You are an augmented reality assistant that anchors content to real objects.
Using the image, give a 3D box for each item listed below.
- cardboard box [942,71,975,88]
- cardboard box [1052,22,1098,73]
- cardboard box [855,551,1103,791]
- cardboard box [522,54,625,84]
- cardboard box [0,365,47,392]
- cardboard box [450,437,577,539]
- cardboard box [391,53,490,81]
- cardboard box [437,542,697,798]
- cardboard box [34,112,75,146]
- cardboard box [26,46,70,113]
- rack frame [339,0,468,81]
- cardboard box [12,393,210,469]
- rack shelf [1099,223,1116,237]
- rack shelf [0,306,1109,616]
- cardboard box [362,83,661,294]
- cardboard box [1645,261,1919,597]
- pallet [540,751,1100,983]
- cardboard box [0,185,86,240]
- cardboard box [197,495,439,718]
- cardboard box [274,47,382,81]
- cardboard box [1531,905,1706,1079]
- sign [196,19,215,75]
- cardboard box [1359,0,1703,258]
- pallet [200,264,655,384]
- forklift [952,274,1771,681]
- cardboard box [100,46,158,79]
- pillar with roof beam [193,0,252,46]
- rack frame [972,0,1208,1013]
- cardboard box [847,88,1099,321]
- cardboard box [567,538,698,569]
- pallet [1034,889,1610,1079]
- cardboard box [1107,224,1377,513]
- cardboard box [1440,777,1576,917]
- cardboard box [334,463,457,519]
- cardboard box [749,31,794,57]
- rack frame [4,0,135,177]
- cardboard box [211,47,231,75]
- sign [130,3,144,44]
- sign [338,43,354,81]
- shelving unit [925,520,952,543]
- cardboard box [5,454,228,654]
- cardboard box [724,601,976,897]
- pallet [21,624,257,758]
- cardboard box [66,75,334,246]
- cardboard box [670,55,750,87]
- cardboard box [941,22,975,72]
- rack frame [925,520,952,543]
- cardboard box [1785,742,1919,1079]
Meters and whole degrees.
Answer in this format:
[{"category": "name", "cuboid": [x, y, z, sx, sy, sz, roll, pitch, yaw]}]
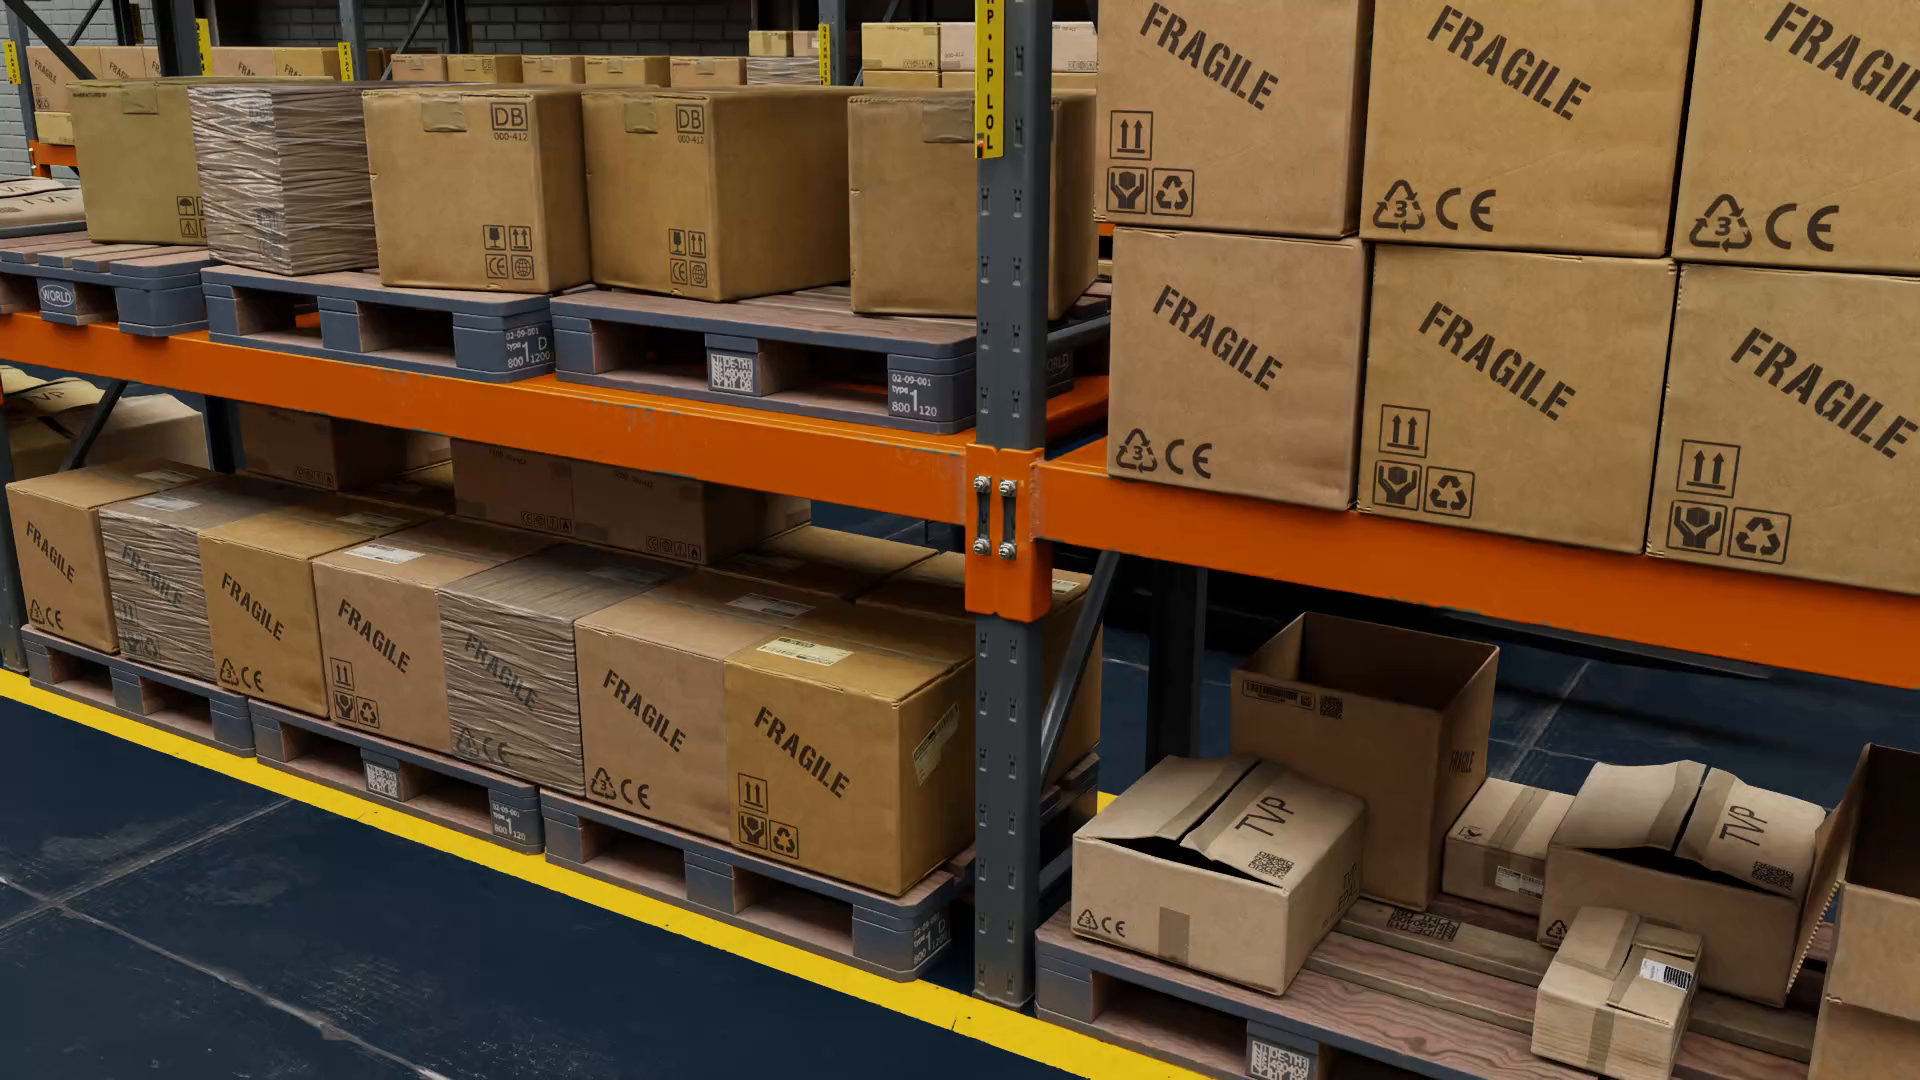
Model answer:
[{"category": "cardboard box", "cuboid": [0.246, -2.301, 9.076, 0.500, 0.500, 0.500, 11, 20, 32]}, {"category": "cardboard box", "cuboid": [0.663, -2.589, 8.735, 0.500, 0.250, 0.500, 10, 20, 30]}, {"category": "cardboard box", "cuboid": [0.059, 0.367, 4.554, 0.500, 0.500, 0.500, 9, 19, 28]}, {"category": "cardboard box", "cuboid": [-2.418, -2.922, 10.910, 0.500, 0.500, 0.700, 13, 21, 38]}, {"category": "cardboard box", "cuboid": [-4.242, -0.555, 7.089, 0.500, 0.311, 0.500, 10, 19, 29]}, {"category": "cardboard box", "cuboid": [-1.220, -0.220, 5.197, 0.500, 0.250, 0.500, 10, 19, 29]}, {"category": "cardboard box", "cuboid": [-3.468, -3.101, 11.500, 0.500, 0.500, 0.700, 10, 20, 30]}, {"category": "cardboard box", "cuboid": [-1.070, 0.344, 4.633, 0.500, 0.500, 0.500, 10, 20, 31]}, {"category": "cardboard box", "cuboid": [-7.043, -3.322, 13.380, 0.500, 0.250, 0.500, 9, 19, 28]}, {"category": "cardboard box", "cuboid": [-7.043, -3.686, 13.290, 0.500, 0.500, 0.500, 10, 20, 30]}, {"category": "rack frame", "cuboid": [-3.884, -2.928, 11.861, 0.127, 3.000, 1.000, 10, 20, 30]}, {"category": "cardboard box", "cuboid": [-3.357, -0.399, 6.576, 0.500, 0.311, 0.500, 11, 20, 32]}, {"category": "rack shelf", "cuboid": [1.229, -1.672, 8.961, 4.000, 0.370, 1.077, 10, 20, 30]}, {"category": "rack shelf", "cuboid": [-1.360, -0.444, 4.920, 4.000, 0.370, 1.077, 10, 20, 30]}, {"category": "cardboard box", "cuboid": [-1.194, -0.986, 4.573, 0.500, 0.500, 0.700, 5, 18, 16]}, {"category": "cardboard box", "cuboid": [1.499, -0.233, 2.816, 0.500, 0.500, 0.500, 10, 20, 30]}, {"category": "pallet", "cuboid": [-0.369, 0.736, 4.596, 1.213, 0.211, 1.003, 10, 20, 30]}, {"category": "cardboard box", "cuboid": [-3.352, -1.116, 6.048, 0.500, 0.311, 0.500, 12, 20, 33]}, {"category": "cardboard box", "cuboid": [-1.952, 0.189, 5.143, 0.500, 0.500, 0.500, 10, 19, 29]}, {"category": "cardboard box", "cuboid": [-4.448, -3.220, 11.755, 0.500, 0.500, 0.500, 10, 20, 30]}, {"category": "cardboard box", "cuboid": [1.331, 0.908, 3.350, 0.250, 0.166, 0.380, 10, 20, 30]}, {"category": "sign", "cuboid": [-2.789, -1.745, 6.108, 0.005, 0.325, 0.100, 10, 20, 30]}, {"category": "cardboard box", "cuboid": [1.038, -0.791, 2.931, 0.500, 0.500, 0.500, 9, 19, 28]}, {"category": "pallet", "cuboid": [-1.405, -0.706, 4.875, 1.213, 0.211, 1.003, 10, 20, 30]}, {"category": "forklift", "cuboid": [1.469, -1.086, 5.915, 3.031, 2.935, 1.130, 11, 20, 33]}, {"category": "cardboard box", "cuboid": [-6.190, -3.529, 12.770, 0.500, 0.500, 0.500, 9, 19, 28]}, {"category": "pillar with roof beam", "cuboid": [-8.496, -5.449, 9.837, 0.400, 9.000, 9.100, 10, 20, 30]}, {"category": "rack frame", "cuboid": [0.344, -0.484, 3.814, 0.127, 3.000, 1.000, 10, 20, 30]}, {"category": "cardboard box", "cuboid": [0.057, -0.860, 4.158, 0.500, 0.500, 0.700, 4, 17, 12]}, {"category": "cardboard box", "cuboid": [-0.823, 0.211, 5.069, 0.500, 0.500, 0.500, 10, 20, 31]}, {"category": "pallet", "cuboid": [0.929, 0.955, 3.875, 1.213, 0.211, 1.003, 10, 20, 30]}, {"category": "cardboard box", "cuboid": [0.636, -0.387, 3.322, 0.500, 0.500, 0.500, 11, 20, 31]}, {"category": "cardboard box", "cuboid": [1.329, 0.728, 3.972, 0.250, 0.149, 0.380, 10, 20, 30]}, {"category": "cardboard box", "cuboid": [-1.704, 0.056, 5.580, 0.500, 0.500, 0.500, 9, 19, 28]}, {"category": "cardboard box", "cuboid": [-1.067, -2.979, 9.983, 0.250, 0.149, 0.380, 7, 18, 21]}, {"category": "rack frame", "cuboid": [-7.292, -3.537, 13.864, 0.127, 3.000, 1.000, 10, 20, 30]}, {"category": "cardboard box", "cuboid": [-5.300, -3.374, 12.262, 0.500, 0.500, 0.500, 9, 19, 28]}, {"category": "sign", "cuboid": [-6.985, -4.377, 14.092, 0.005, 0.325, 0.100, 10, 20, 30]}, {"category": "sign", "cuboid": [-4.161, -3.207, 11.289, 0.005, 0.325, 0.100, 10, 20, 30]}, {"category": "shelving unit", "cuboid": [-0.012, -0.576, 7.214, 0.189, 1.200, 0.258, 10, 20, 30]}, {"category": "cardboard box", "cuboid": [-2.826, 0.033, 5.656, 0.500, 0.500, 0.500, 11, 20, 32]}, {"category": "cardboard box", "cuboid": [-0.226, 0.497, 4.127, 0.500, 0.500, 0.500, 10, 20, 30]}, {"category": "pallet", "cuboid": [-2.448, 0.365, 5.818, 1.213, 0.211, 1.003, 10, 20, 30]}, {"category": "cardboard box", "cuboid": [-2.469, -1.273, 5.518, 0.500, 0.500, 0.700, 4, 17, 12]}, {"category": "cardboard box", "cuboid": [-1.371, -2.726, 10.264, 0.500, 0.500, 0.700, 8, 19, 25]}, {"category": "cardboard box", "cuboid": [0.235, -2.664, 8.982, 0.500, 0.250, 0.500, 10, 19, 29]}, {"category": "rack frame", "cuboid": [-0.090, -0.590, 7.260, 0.006, 1.200, 0.240, 10, 20, 30]}, {"category": "cardboard box", "cuboid": [1.948, 0.784, 3.176, 0.637, 0.503, 0.797, 10, 20, 30]}]
